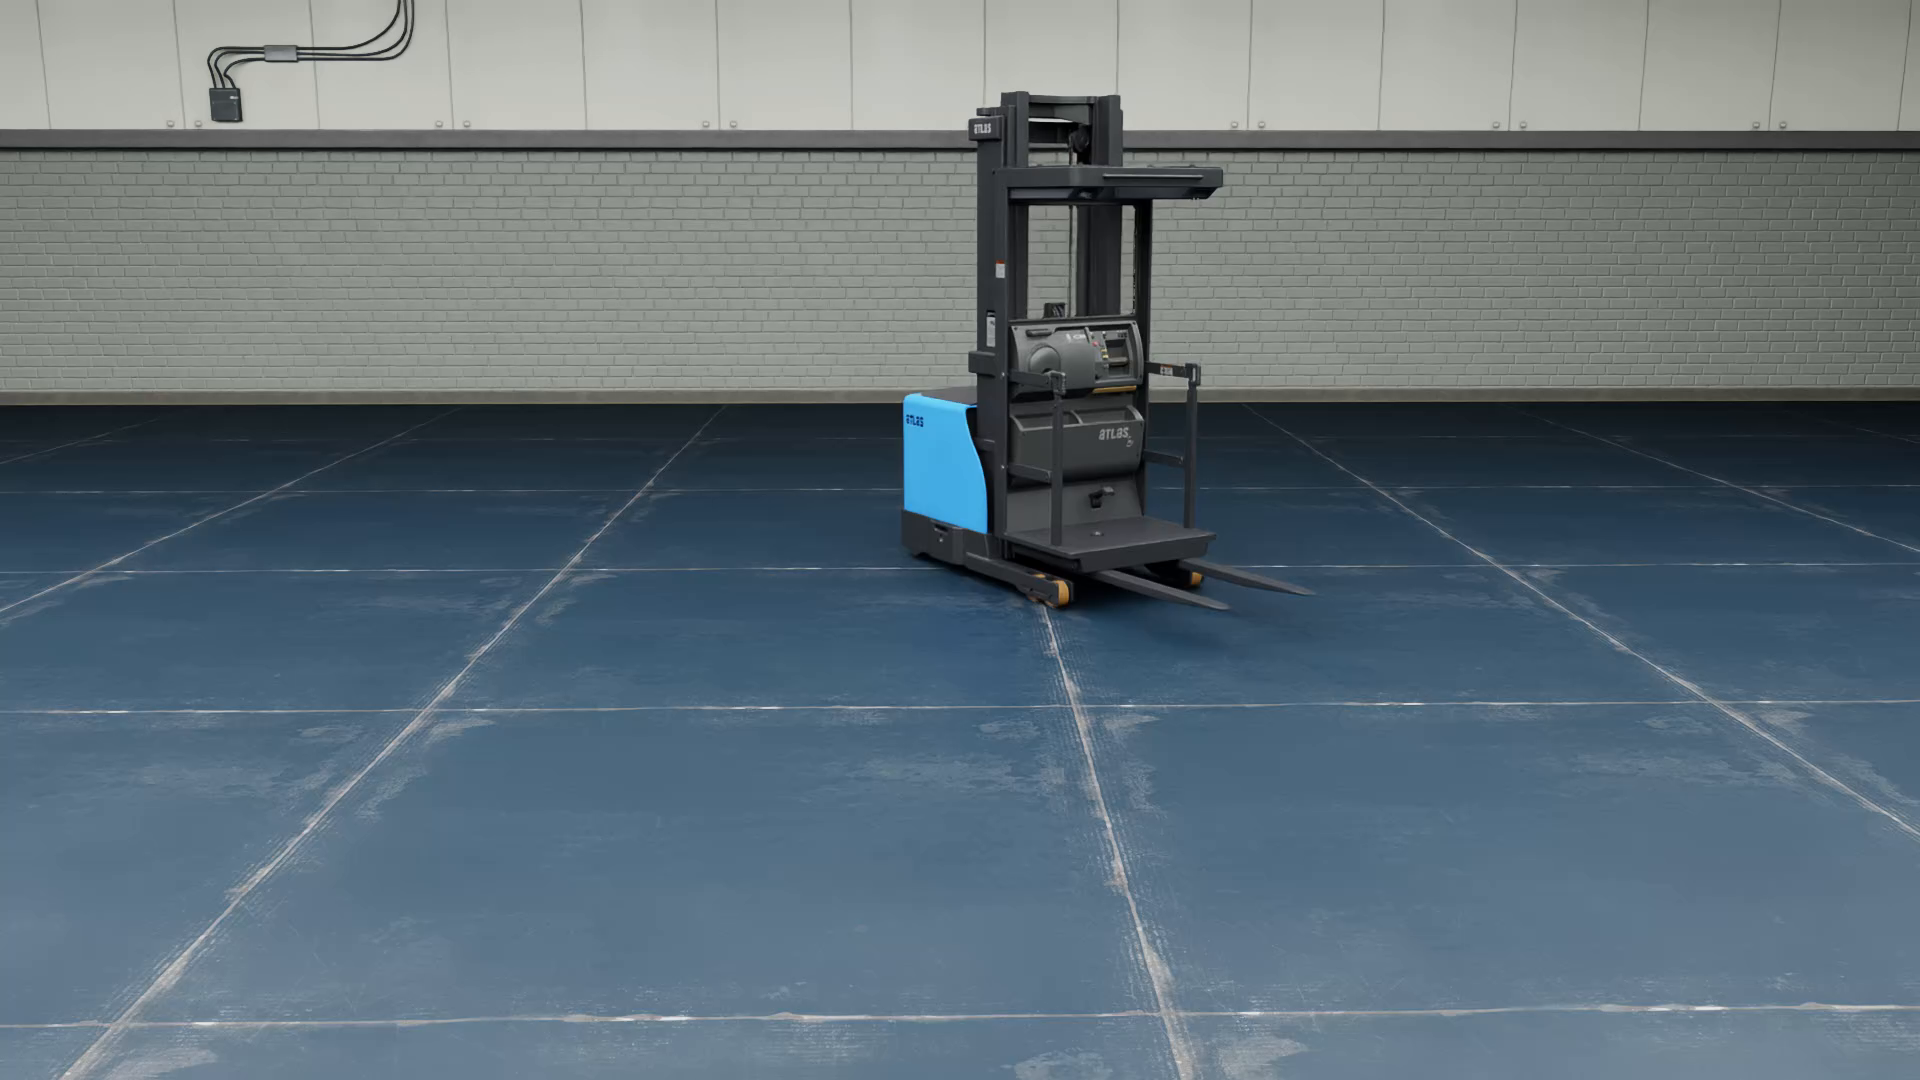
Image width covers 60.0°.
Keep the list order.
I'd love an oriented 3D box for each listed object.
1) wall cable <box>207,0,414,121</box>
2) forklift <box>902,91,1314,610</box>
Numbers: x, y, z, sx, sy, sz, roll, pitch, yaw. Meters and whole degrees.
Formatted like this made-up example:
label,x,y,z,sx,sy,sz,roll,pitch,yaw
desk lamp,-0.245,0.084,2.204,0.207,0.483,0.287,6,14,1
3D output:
label,x,y,z,sx,sy,sz,roll,pitch,yaw
wall cable,-7.215,-7.644,18.050,2.305,6.003,0.169,0,11,-1
forklift,0.830,-1.148,9.844,1.130,2.935,3.031,-7,14,-32
